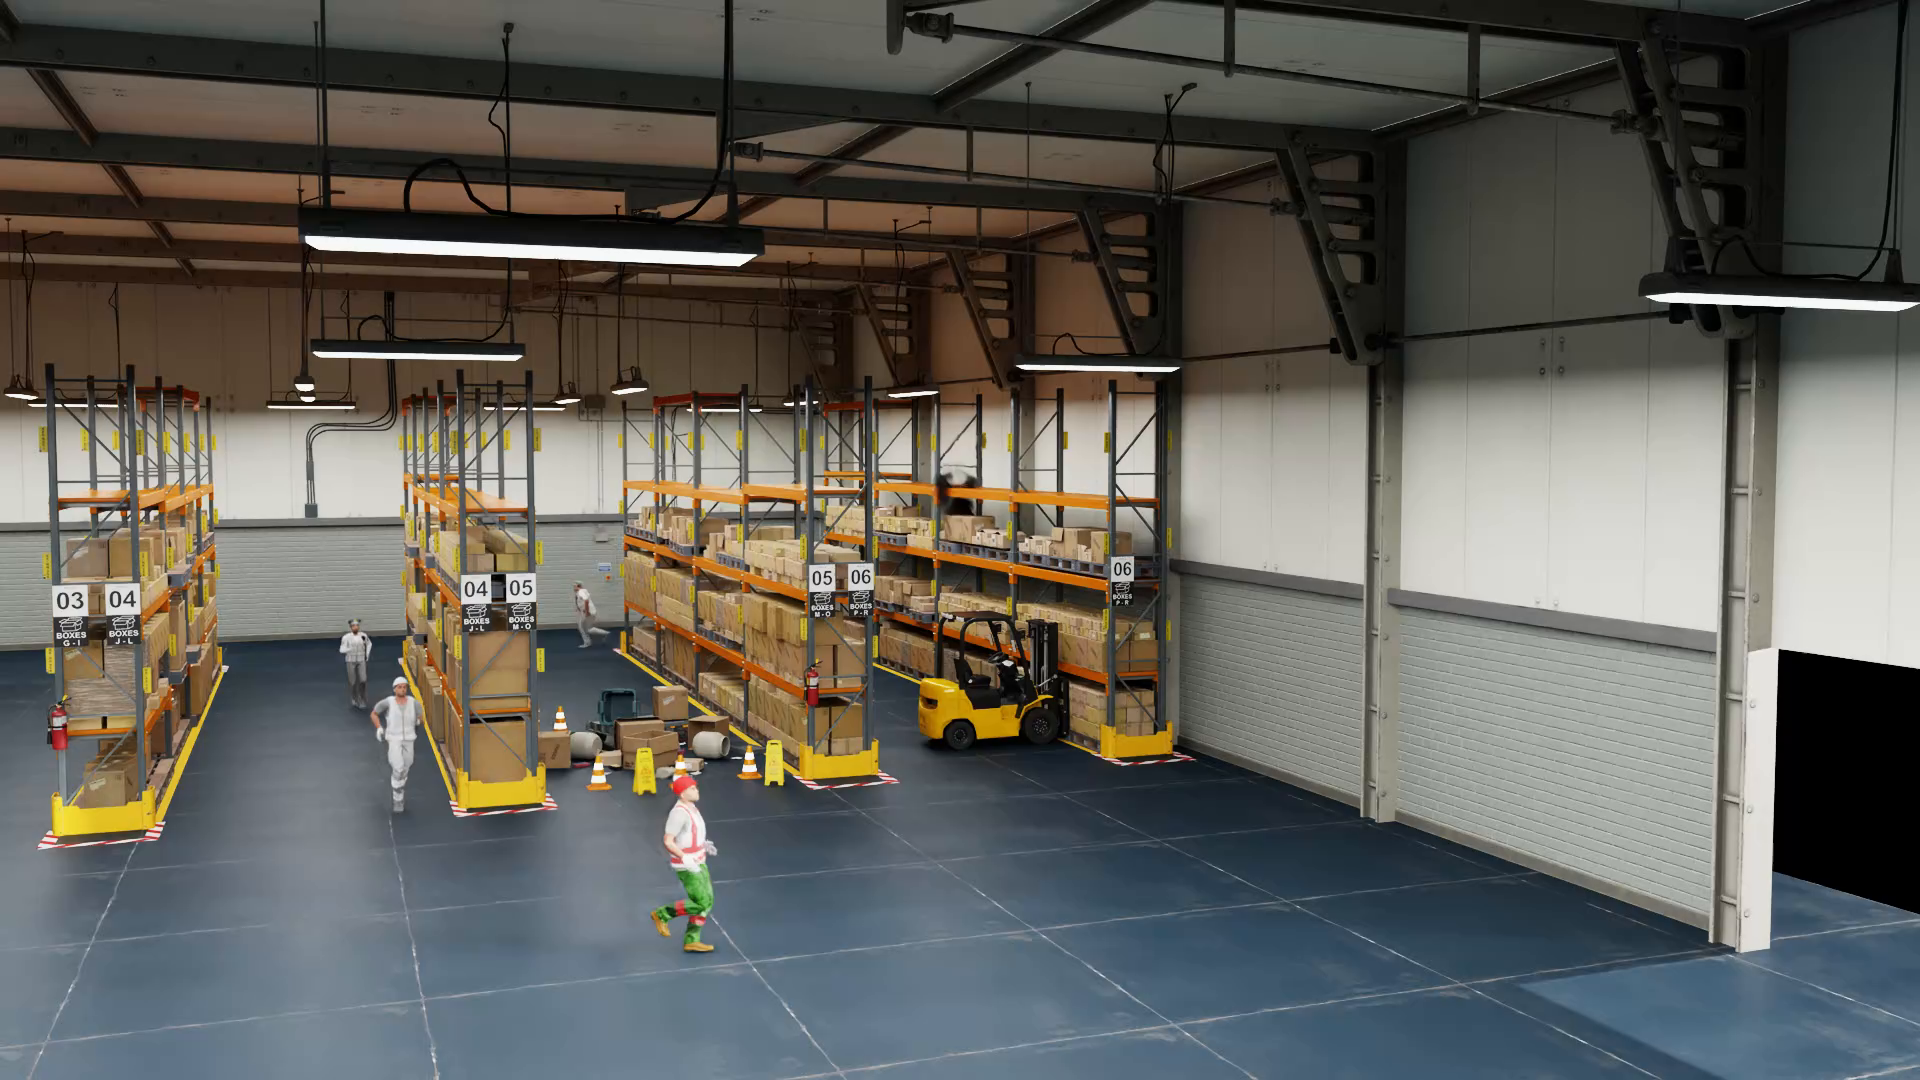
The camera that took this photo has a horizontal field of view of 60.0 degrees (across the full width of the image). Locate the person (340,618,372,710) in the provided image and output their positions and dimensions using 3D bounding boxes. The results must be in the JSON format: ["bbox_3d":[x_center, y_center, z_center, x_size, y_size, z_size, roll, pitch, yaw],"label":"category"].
[{"bbox_3d":[-11.355,2.331,31.305,0.592,1.736,0.684,-2,4,-25],"label":"person"}]

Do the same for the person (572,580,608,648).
[{"bbox_3d":[-9.049,1.812,40.649,0.823,1.676,0.660,-1,3,-11],"label":"person"}]

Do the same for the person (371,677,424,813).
[{"bbox_3d":[-7.645,2.786,22.734,0.640,1.841,0.768,-2,4,-36],"label":"person"}]

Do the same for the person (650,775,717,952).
[{"bbox_3d":[-2.723,3.178,16.367,0.606,1.740,0.658,0,3,6],"label":"person"}]
